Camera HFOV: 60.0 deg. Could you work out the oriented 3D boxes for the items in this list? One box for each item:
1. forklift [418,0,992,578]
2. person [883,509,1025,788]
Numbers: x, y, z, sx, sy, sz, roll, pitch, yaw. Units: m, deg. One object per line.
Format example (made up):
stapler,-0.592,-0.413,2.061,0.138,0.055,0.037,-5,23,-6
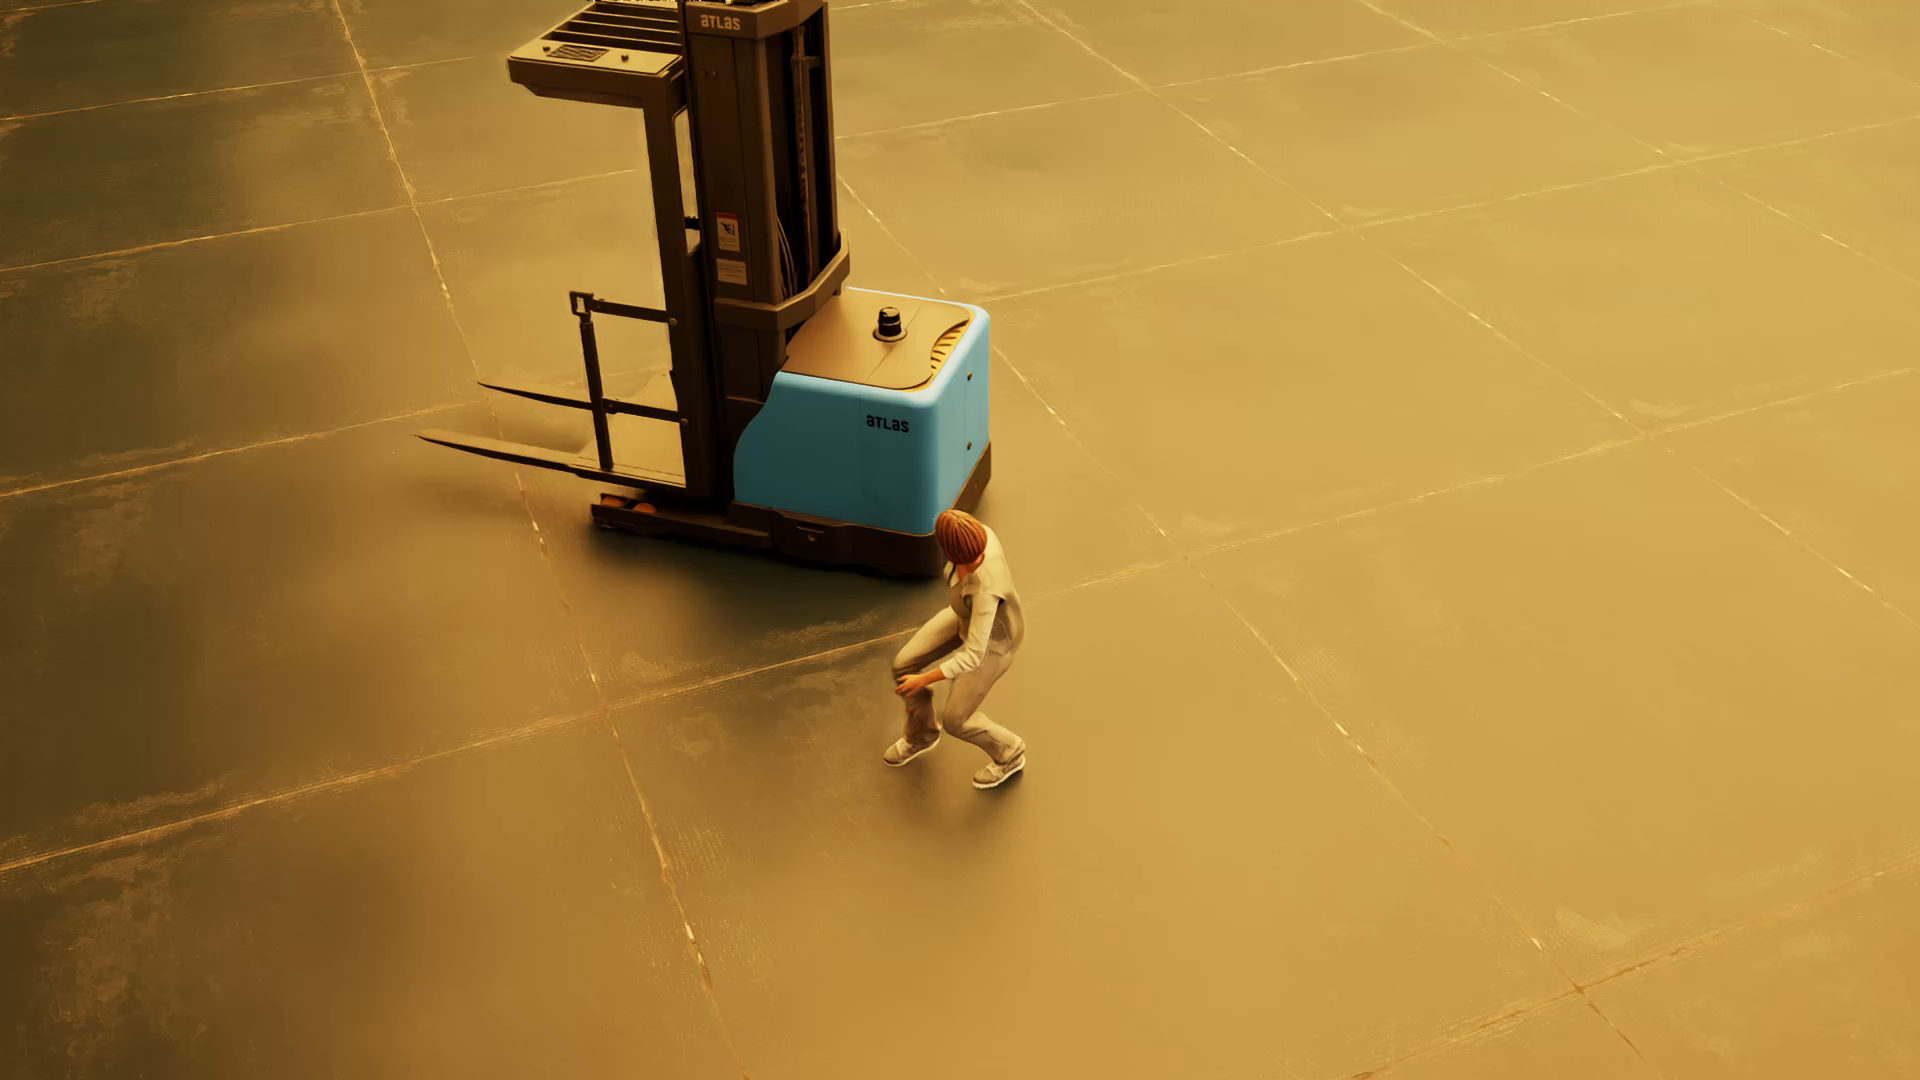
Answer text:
forklift,-1.407,-1.499,8.207,3.031,2.935,1.130,10,37,14
person,-0.040,0.406,6.882,0.654,1.399,0.642,-17,39,-22
